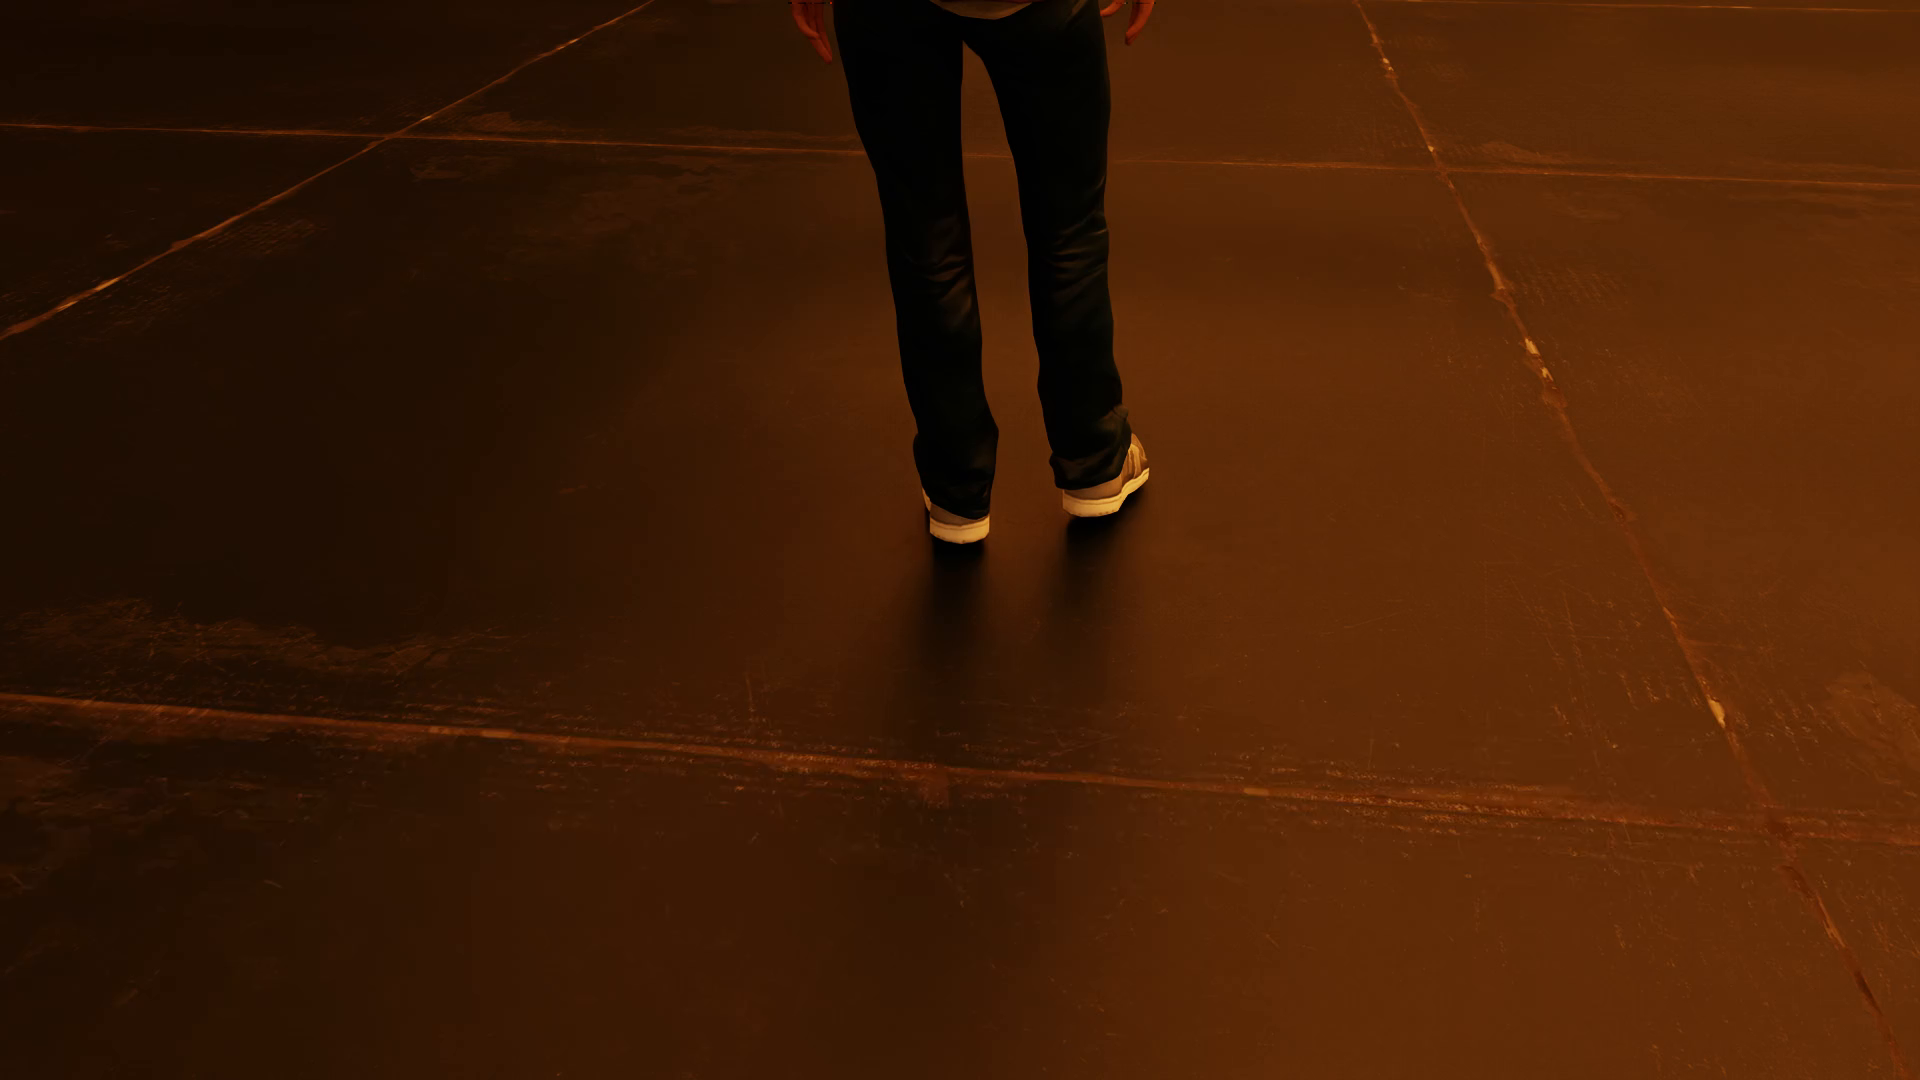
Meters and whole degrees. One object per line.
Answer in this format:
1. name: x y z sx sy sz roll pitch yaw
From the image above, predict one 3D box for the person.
1. person: 0.023 -0.753 2.205 0.521 1.599 0.473 3 27 7
